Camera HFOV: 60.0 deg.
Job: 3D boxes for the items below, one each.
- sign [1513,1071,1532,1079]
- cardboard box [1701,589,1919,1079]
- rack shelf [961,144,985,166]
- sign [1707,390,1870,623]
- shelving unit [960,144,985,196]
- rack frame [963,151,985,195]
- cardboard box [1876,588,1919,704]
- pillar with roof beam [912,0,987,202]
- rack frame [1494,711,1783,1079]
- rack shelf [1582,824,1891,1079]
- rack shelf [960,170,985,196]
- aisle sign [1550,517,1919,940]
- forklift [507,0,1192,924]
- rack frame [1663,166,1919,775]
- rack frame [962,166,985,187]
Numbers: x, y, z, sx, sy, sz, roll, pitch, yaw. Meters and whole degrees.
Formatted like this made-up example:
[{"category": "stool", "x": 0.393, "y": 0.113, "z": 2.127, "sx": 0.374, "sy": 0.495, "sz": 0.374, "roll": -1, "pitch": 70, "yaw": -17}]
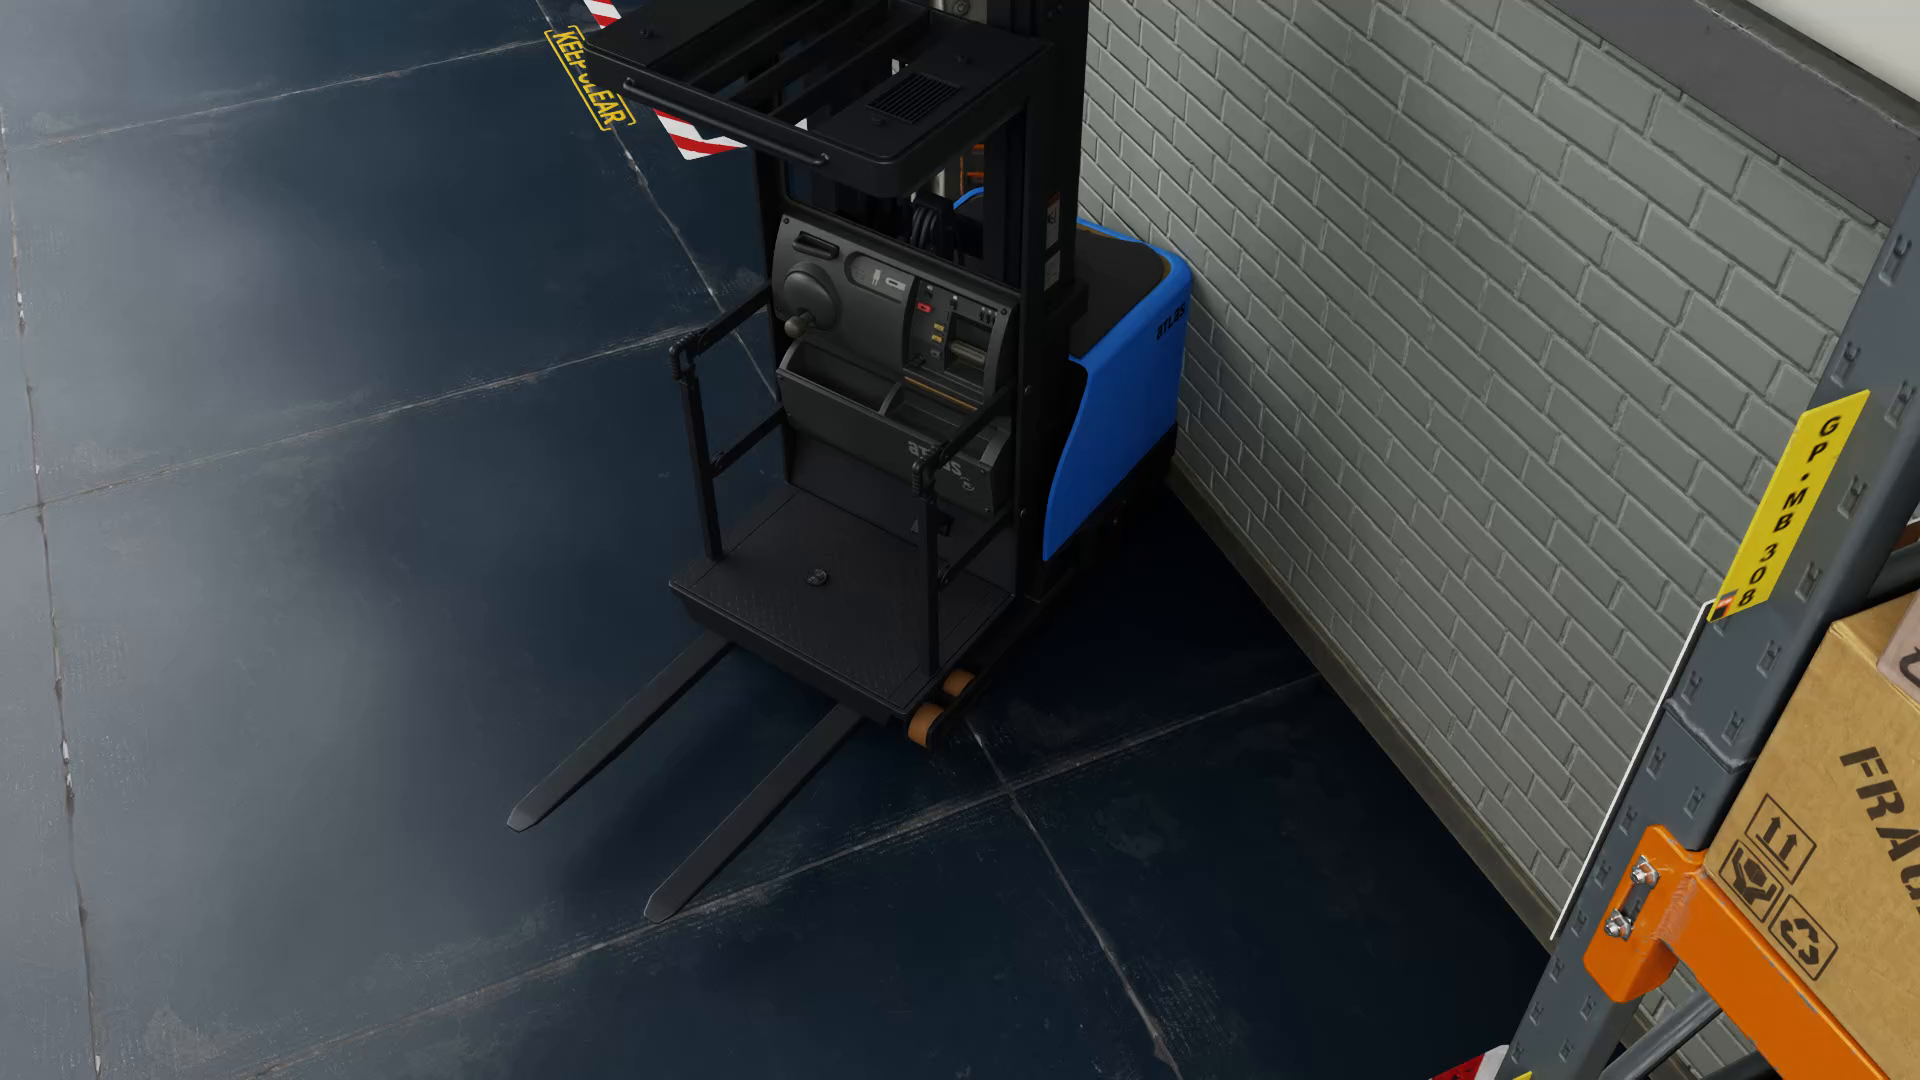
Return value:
[{"category": "sign", "x": 0.938, "y": 1.039, "z": 2.945, "sx": 0.100, "sy": 0.325, "sz": 0.005, "roll": -18, "pitch": 47, "yaw": -17}, {"category": "cardboard box", "x": 1.344, "y": 0.363, "z": 2.025, "sx": 0.500, "sy": 0.500, "sz": 0.500, "roll": -17, "pitch": 47, "yaw": -16}, {"category": "rack shelf", "x": 0.131, "y": -1.674, "z": 7.234, "sx": 0.258, "sy": 0.103, "sz": 0.180, "roll": -1, "pitch": 16, "yaw": -1}, {"category": "sign", "x": 0.938, "y": -0.032, "z": 1.889, "sx": 0.100, "sy": 0.325, "sz": 0.005, "roll": -18, "pitch": 47, "yaw": -17}, {"category": "shelving unit", "x": 0.136, "y": -1.371, "z": 7.323, "sx": 0.258, "sy": 1.200, "sz": 0.189, "roll": -1, "pitch": 16, "yaw": -1}, {"category": "rack frame", "x": 0.138, "y": -1.346, "z": 7.235, "sx": 0.240, "sy": 1.200, "sz": 0.006, "roll": -1, "pitch": 16, "yaw": -1}, {"category": "cardboard box", "x": 1.372, "y": 0.037, "z": 1.644, "sx": 0.500, "sy": 0.500, "sz": 0.500, "roll": -21, "pitch": 48, "yaw": -20}, {"category": "pillar with roof beam", "x": -3.919, "y": -3.311, "z": 3.698, "sx": 9.100, "sy": 9.000, "sz": 0.400, "roll": -18, "pitch": 47, "yaw": -17}, {"category": "rack frame", "x": 1.431, "y": 1.186, "z": 3.412, "sx": 1.000, "sy": 3.000, "sz": 0.127, "roll": -18, "pitch": 47, "yaw": -17}, {"category": "rack shelf", "x": 2.272, "y": 1.649, "z": 1.319, "sx": 1.077, "sy": 0.370, "sz": 4.000, "roll": -18, "pitch": 47, "yaw": -17}, {"category": "rack shelf", "x": 0.133, "y": -1.559, "z": 7.268, "sx": 0.258, "sy": 0.103, "sz": 0.180, "roll": -1, "pitch": 16, "yaw": -1}, {"category": "aisle sign", "x": 1.128, "y": 0.304, "z": 2.456, "sx": 0.394, "sy": 0.787, "sz": 0.004, "roll": -18, "pitch": 47, "yaw": -17}, {"category": "forklift", "x": -0.357, "y": -0.685, "z": 5.357, "sx": 1.130, "sy": 2.935, "sz": 3.031, "roll": 26, "pitch": 50, "yaw": 24}, {"category": "rack frame", "x": 1.431, "y": -0.949, "z": 1.305, "sx": 1.000, "sy": 3.000, "sz": 0.127, "roll": -18, "pitch": 47, "yaw": -17}, {"category": "rack frame", "x": 0.133, "y": -1.397, "z": 7.410, "sx": 0.240, "sy": 1.200, "sz": 0.006, "roll": -1, "pitch": 16, "yaw": -1}]
